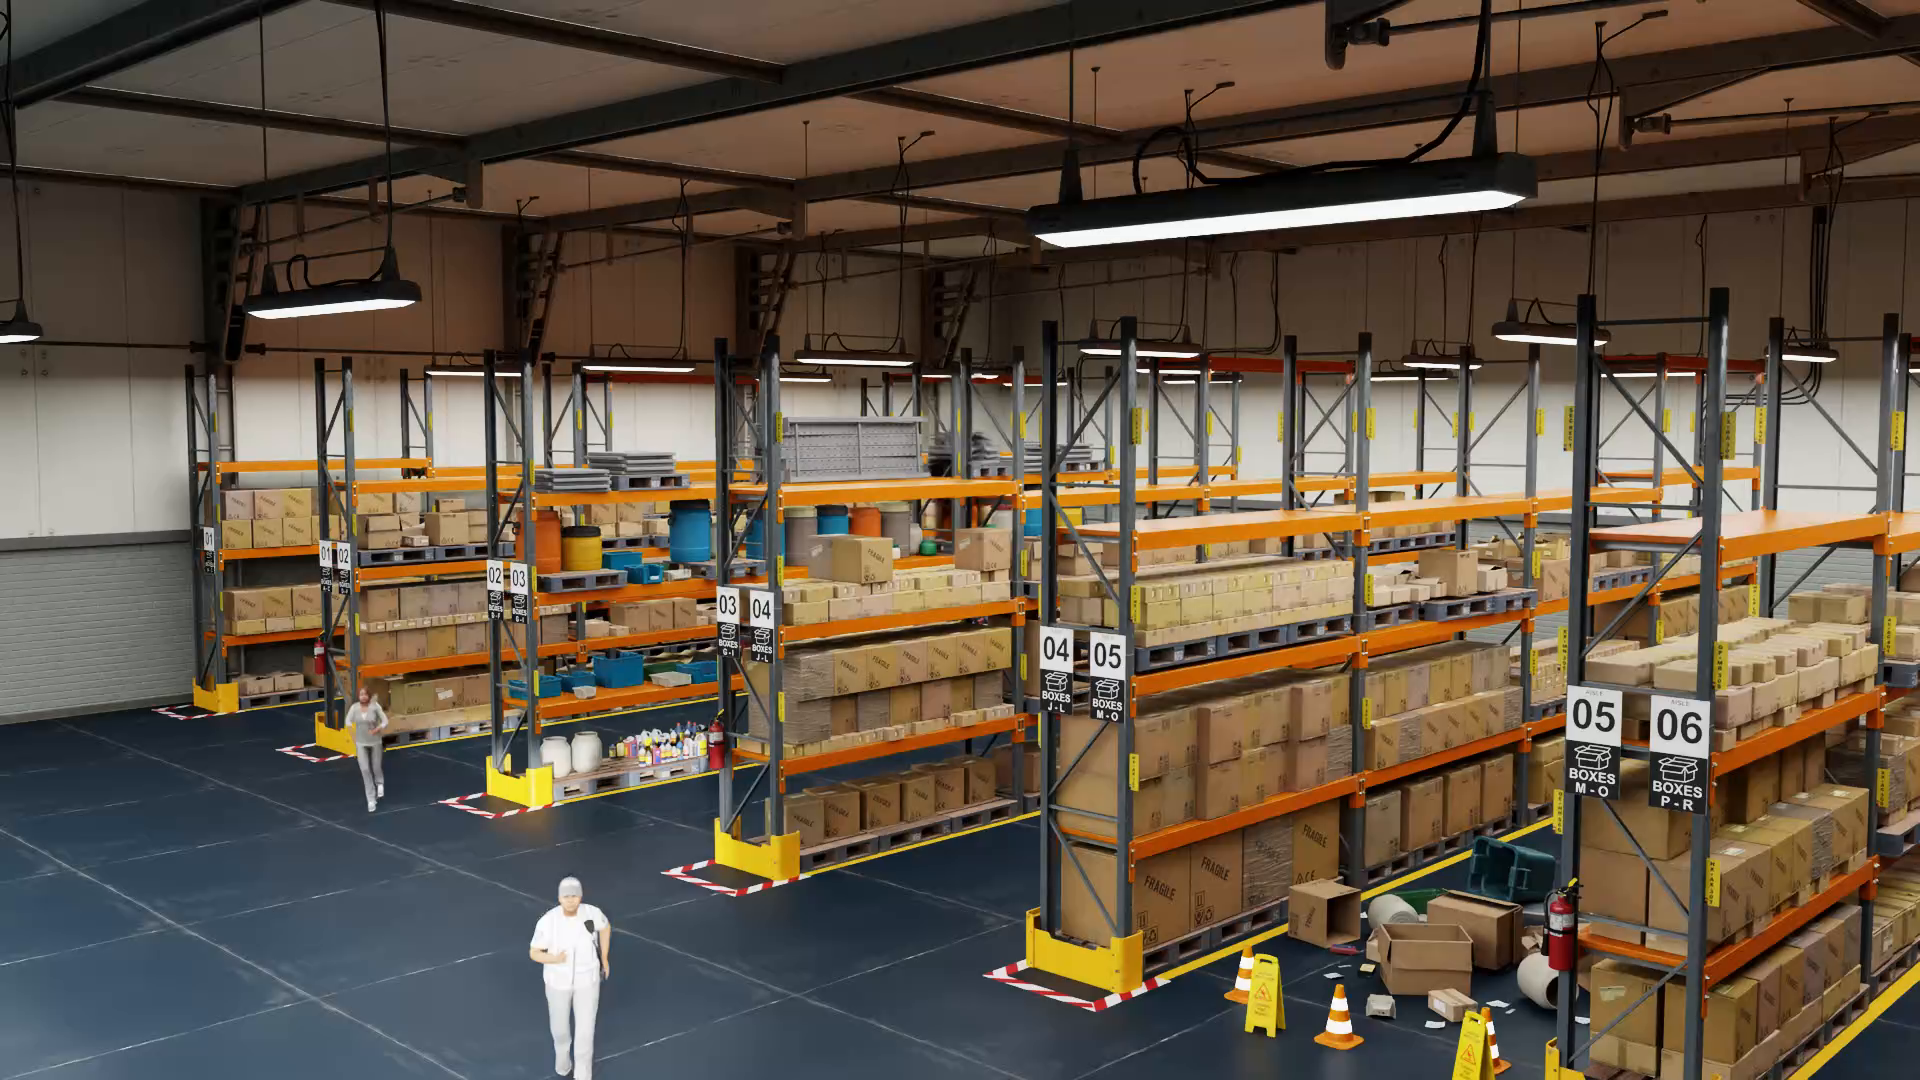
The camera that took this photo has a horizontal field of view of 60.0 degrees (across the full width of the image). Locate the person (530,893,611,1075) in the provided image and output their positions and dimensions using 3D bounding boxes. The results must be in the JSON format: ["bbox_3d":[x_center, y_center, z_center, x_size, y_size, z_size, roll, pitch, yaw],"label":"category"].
[{"bbox_3d":[-2.934,3.358,12.561,0.598,1.652,0.933,-1,5,-13],"label":"person"}]

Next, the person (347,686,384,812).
[{"bbox_3d":[-7.795,2.700,21.831,0.496,1.605,0.775,-1,5,-16],"label":"person"}]
